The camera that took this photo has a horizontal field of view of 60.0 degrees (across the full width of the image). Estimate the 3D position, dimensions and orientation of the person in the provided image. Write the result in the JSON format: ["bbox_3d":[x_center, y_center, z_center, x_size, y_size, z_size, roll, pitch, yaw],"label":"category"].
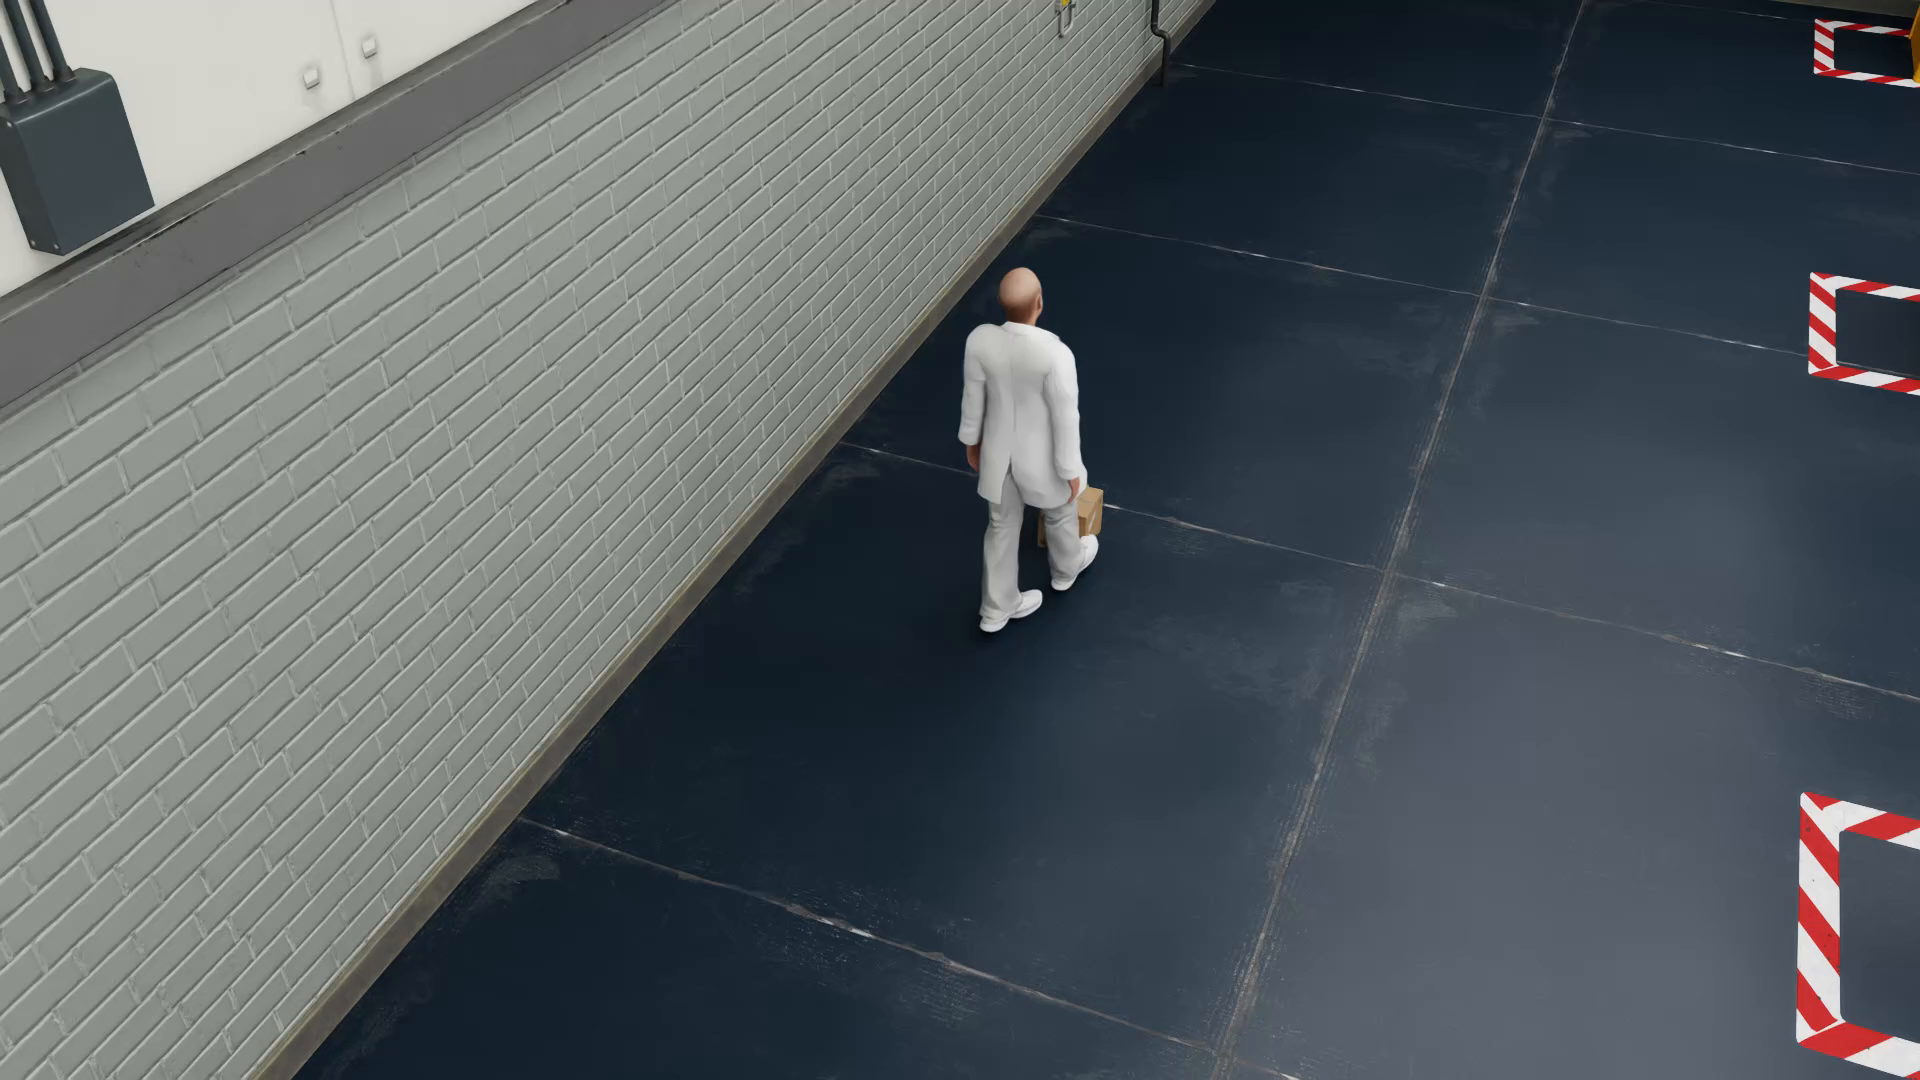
[{"bbox_3d":[0.349,-0.464,7.444,0.630,1.760,0.818,19,41,24],"label":"person"}]
